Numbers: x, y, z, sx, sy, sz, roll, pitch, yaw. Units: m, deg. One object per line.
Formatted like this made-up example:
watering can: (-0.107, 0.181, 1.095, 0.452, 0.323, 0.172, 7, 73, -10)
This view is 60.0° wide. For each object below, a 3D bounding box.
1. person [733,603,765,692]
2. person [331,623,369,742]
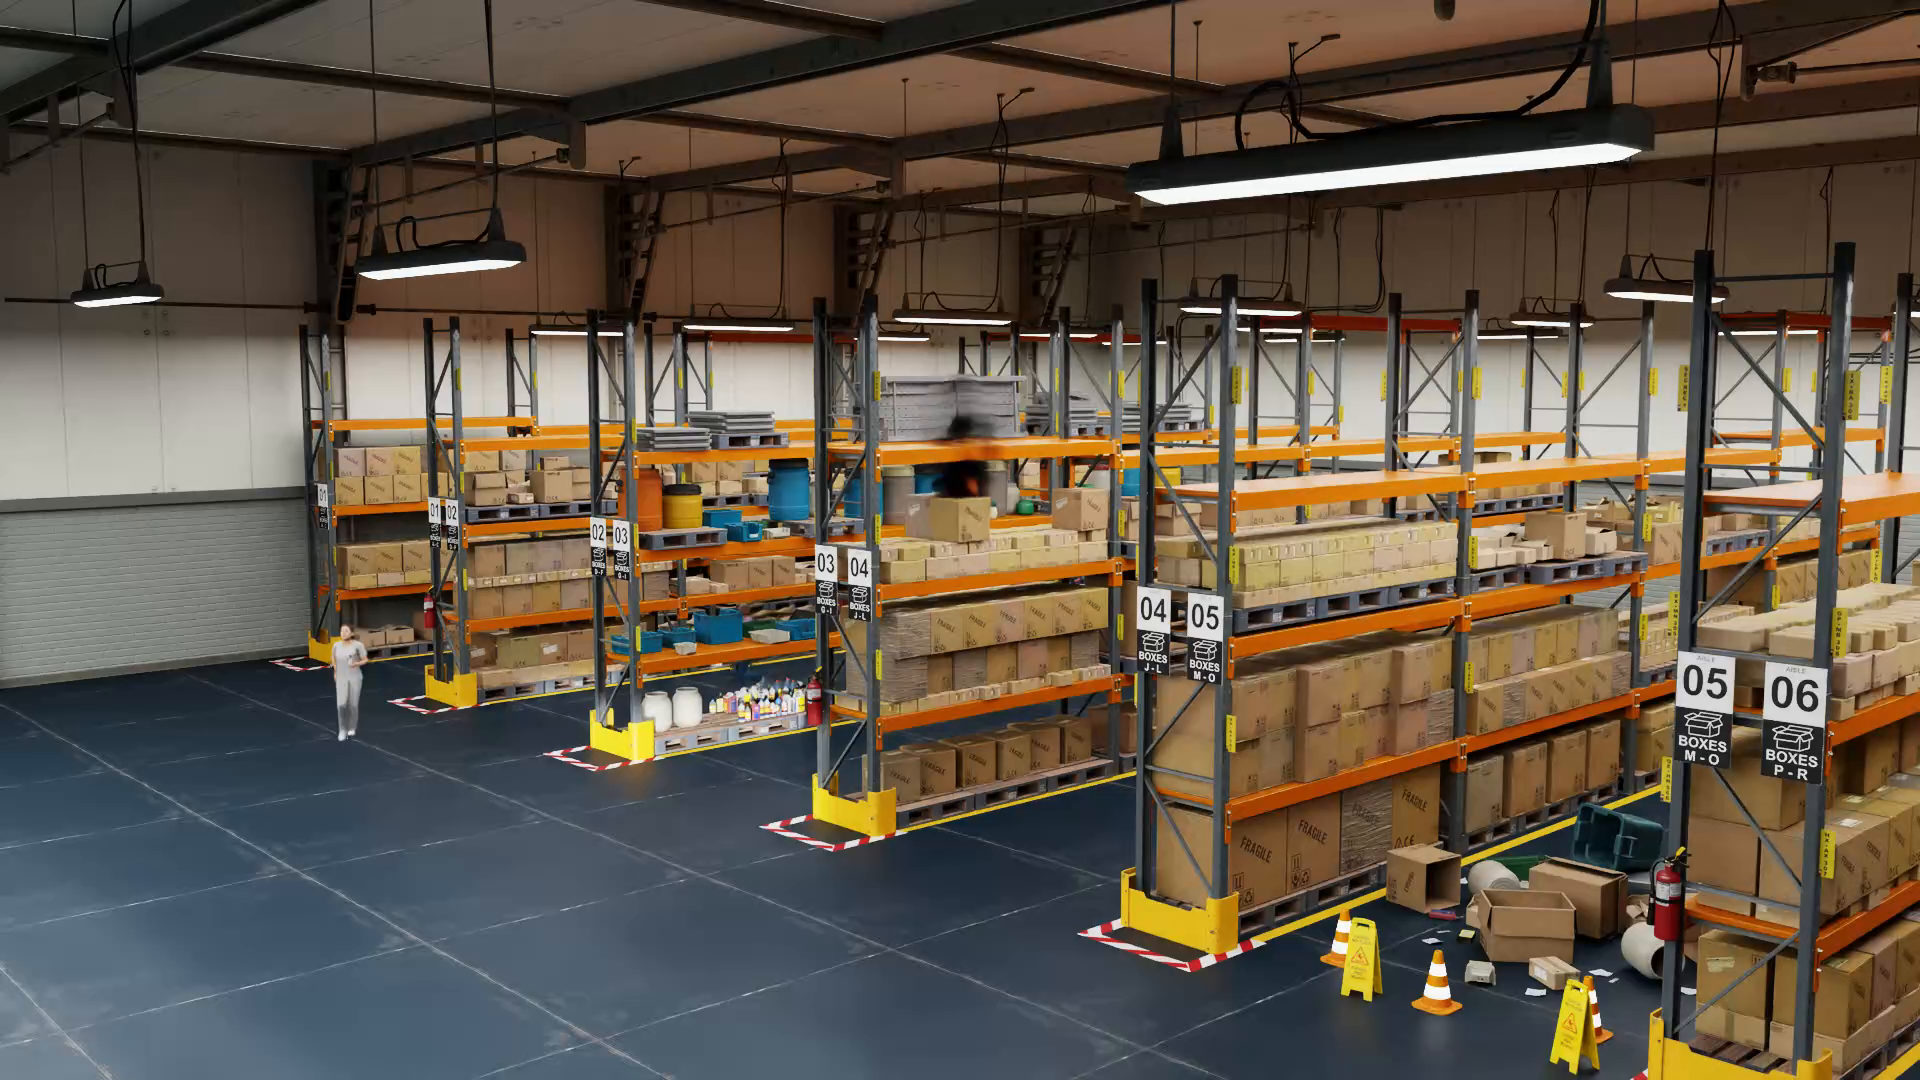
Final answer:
person: (-3.322, 1.766, 26.110, 0.555, 1.570, 0.542, -5, 7, -39)
person: (-8.566, 1.993, 23.328, 0.540, 1.677, 0.674, -1, 6, -11)
